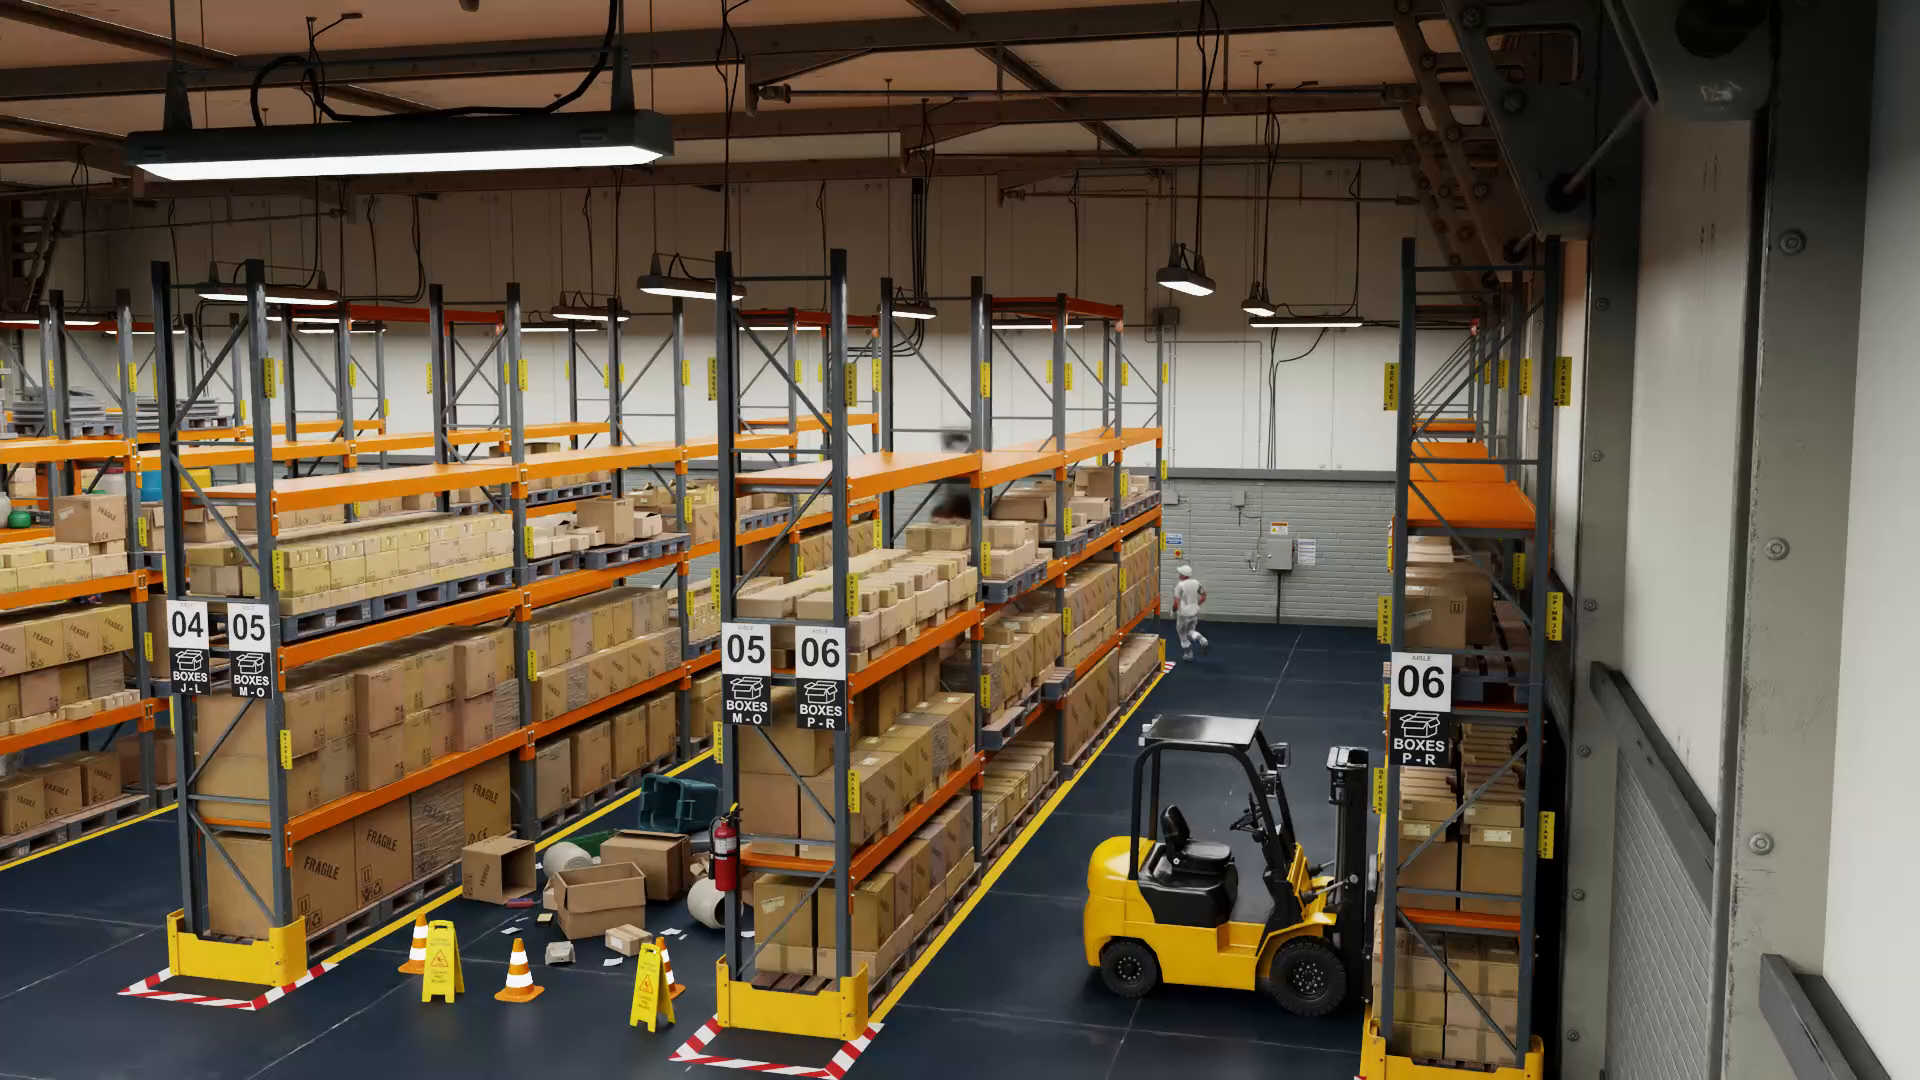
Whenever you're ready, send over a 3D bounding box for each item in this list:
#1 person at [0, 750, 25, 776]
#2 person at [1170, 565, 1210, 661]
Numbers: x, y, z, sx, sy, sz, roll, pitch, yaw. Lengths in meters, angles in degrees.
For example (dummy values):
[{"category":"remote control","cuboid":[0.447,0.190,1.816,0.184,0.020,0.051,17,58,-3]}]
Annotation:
[{"category":"person","cuboid":[-11.665,2.123,20.352,0.673,1.754,0.900,0,6,-3]},{"category":"person","cuboid":[3.914,1.276,28.713,0.705,1.716,0.701,-4,7,-32]}]
